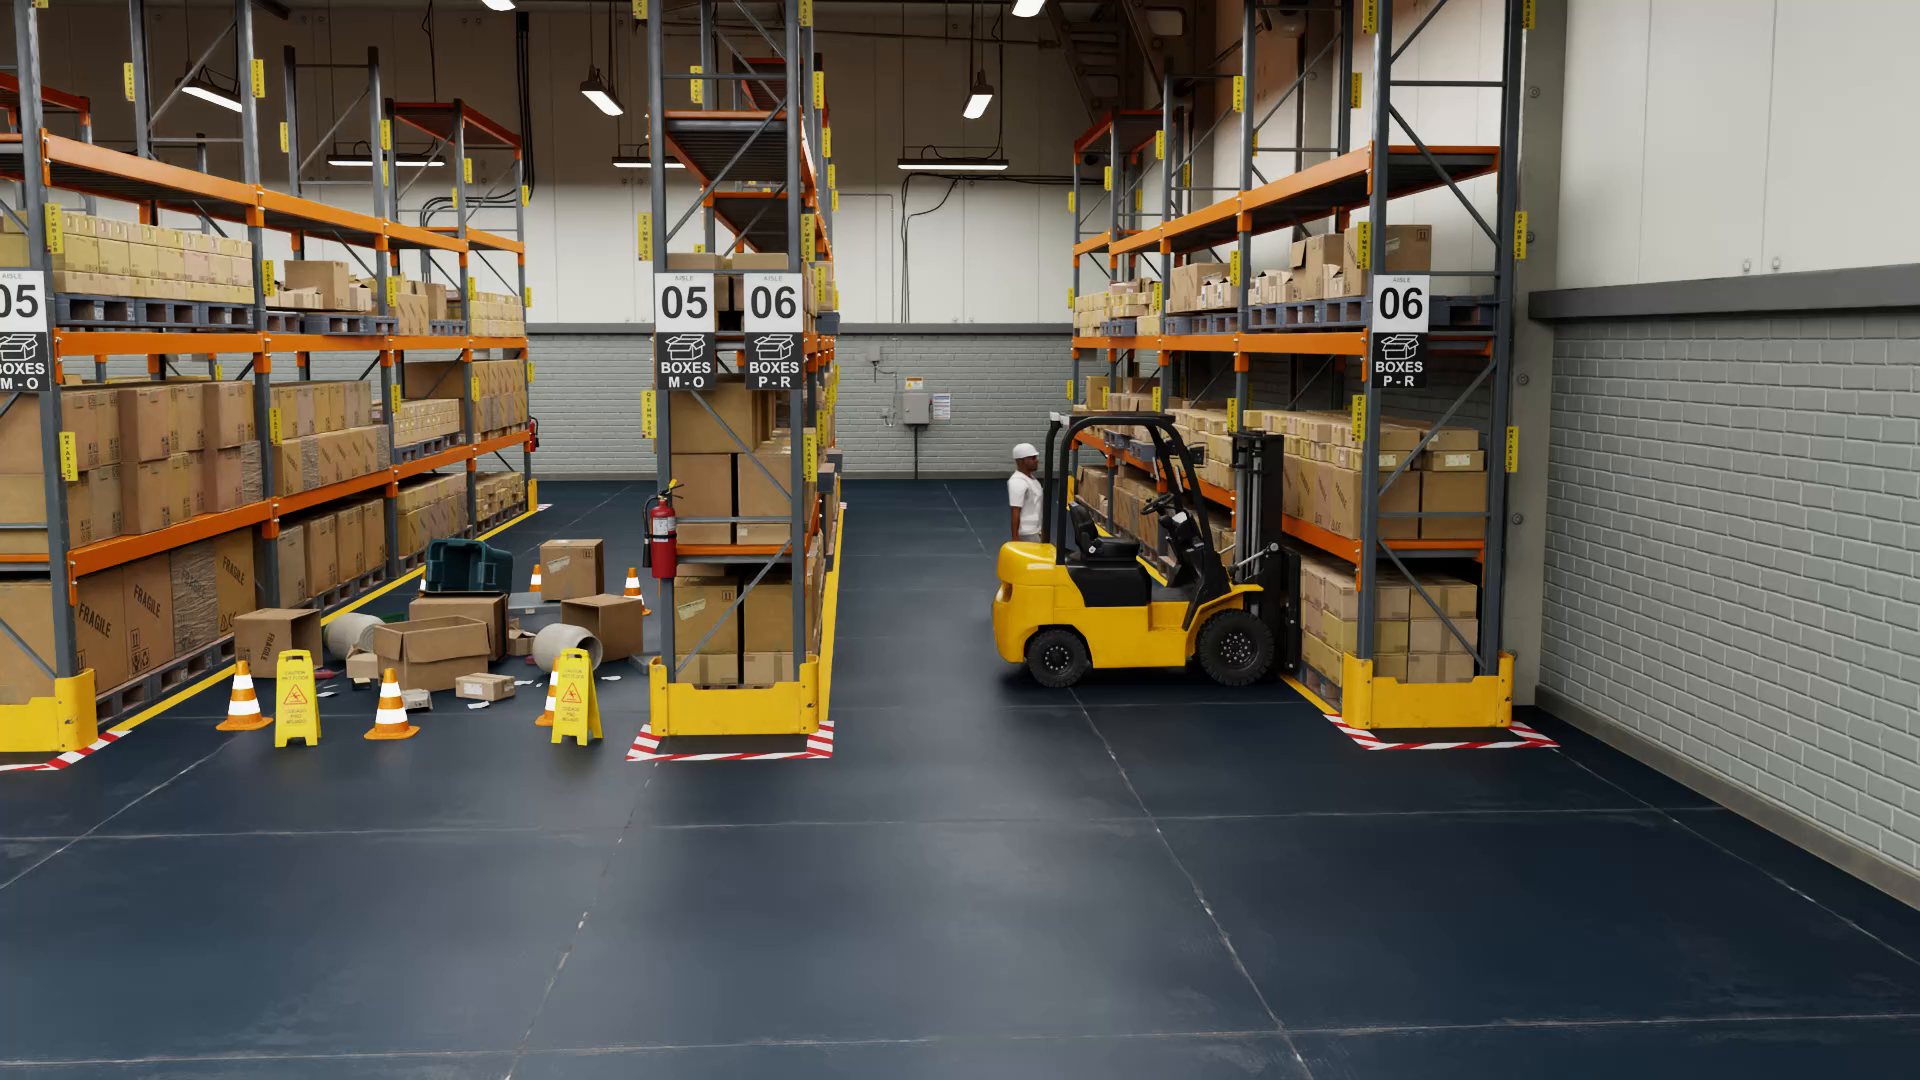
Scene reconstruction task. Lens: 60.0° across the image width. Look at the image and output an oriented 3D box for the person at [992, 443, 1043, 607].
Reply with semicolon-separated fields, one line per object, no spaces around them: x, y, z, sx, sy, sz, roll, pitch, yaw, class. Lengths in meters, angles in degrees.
0.705;-0.063;16.191;0.812;1.758;0.573;1;7;10;person
